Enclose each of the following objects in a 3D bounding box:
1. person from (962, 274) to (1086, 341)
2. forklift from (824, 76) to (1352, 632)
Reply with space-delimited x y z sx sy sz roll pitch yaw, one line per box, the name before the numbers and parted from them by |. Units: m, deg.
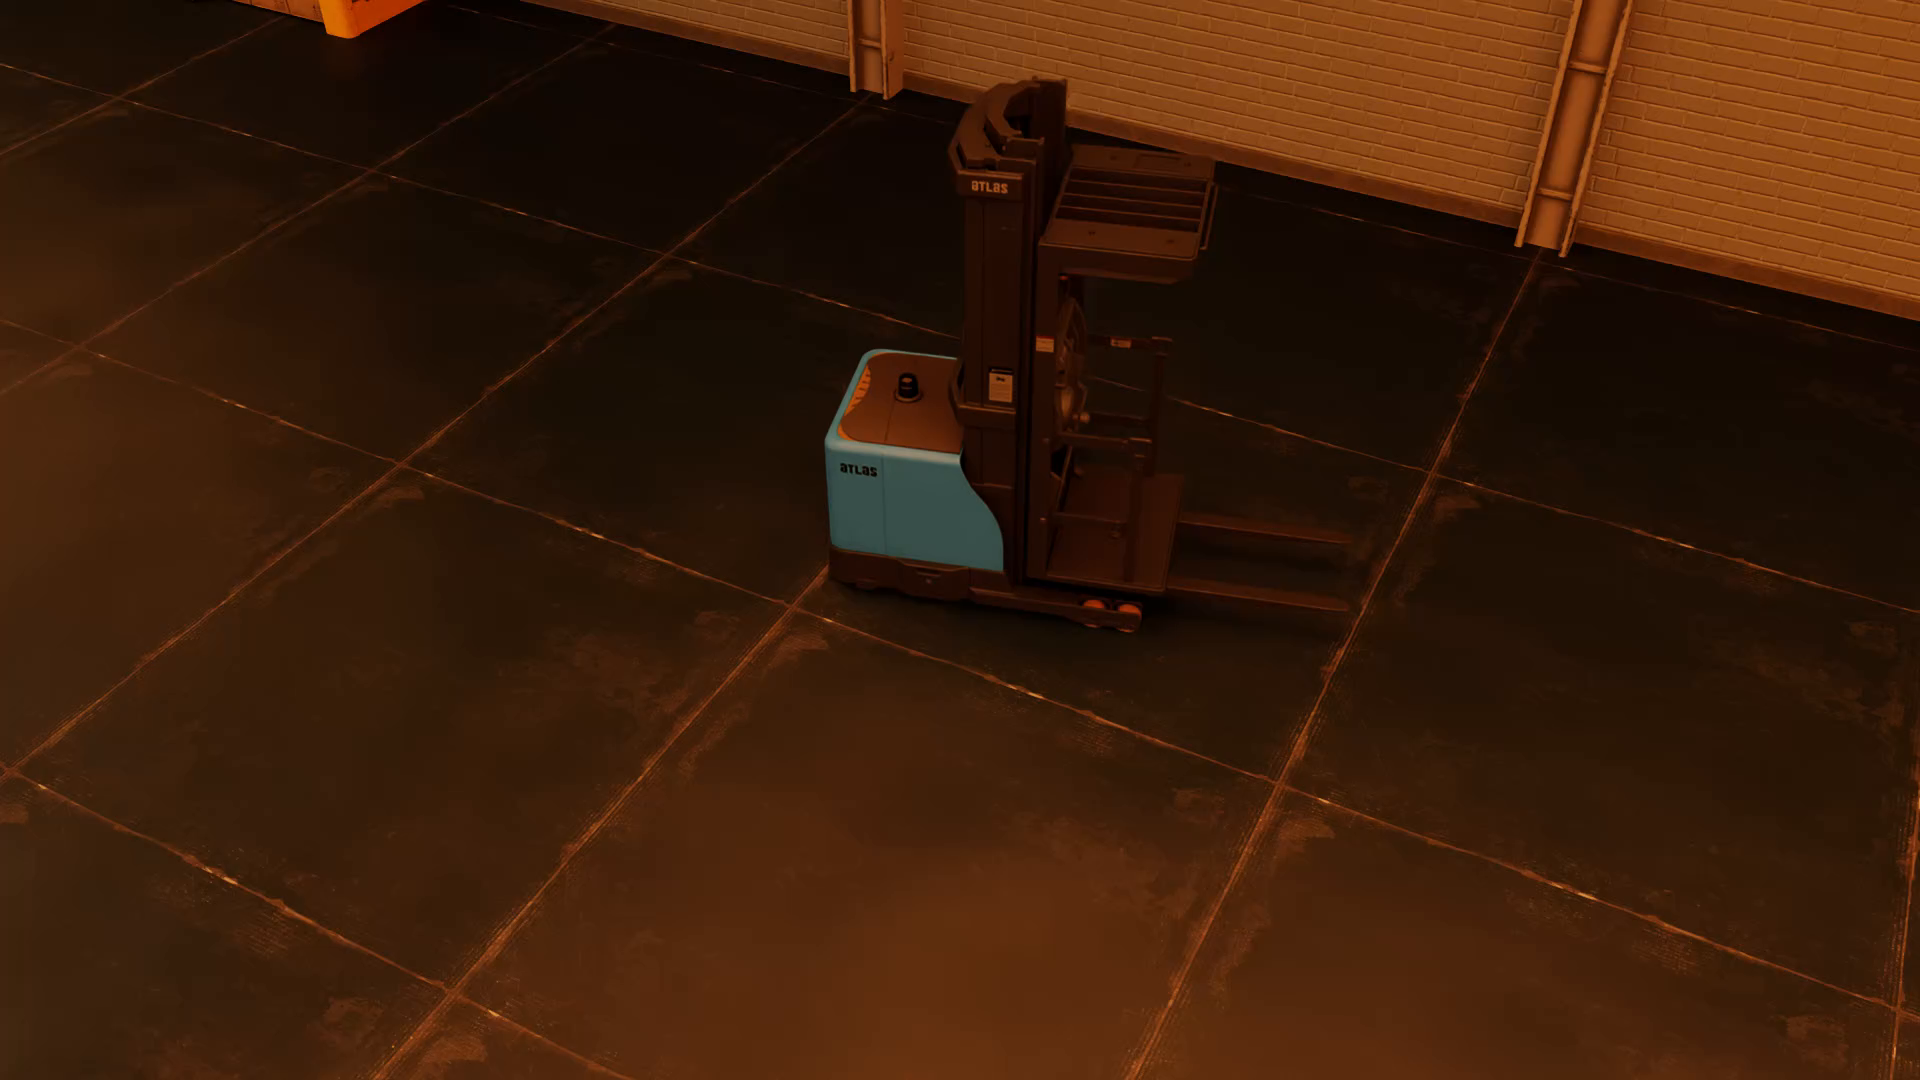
person | 0.455 -1.246 10.710 0.838 1.321 0.916 -9 41 -10
forklift | 0.795 -0.962 9.129 3.031 2.935 1.130 8 41 9
